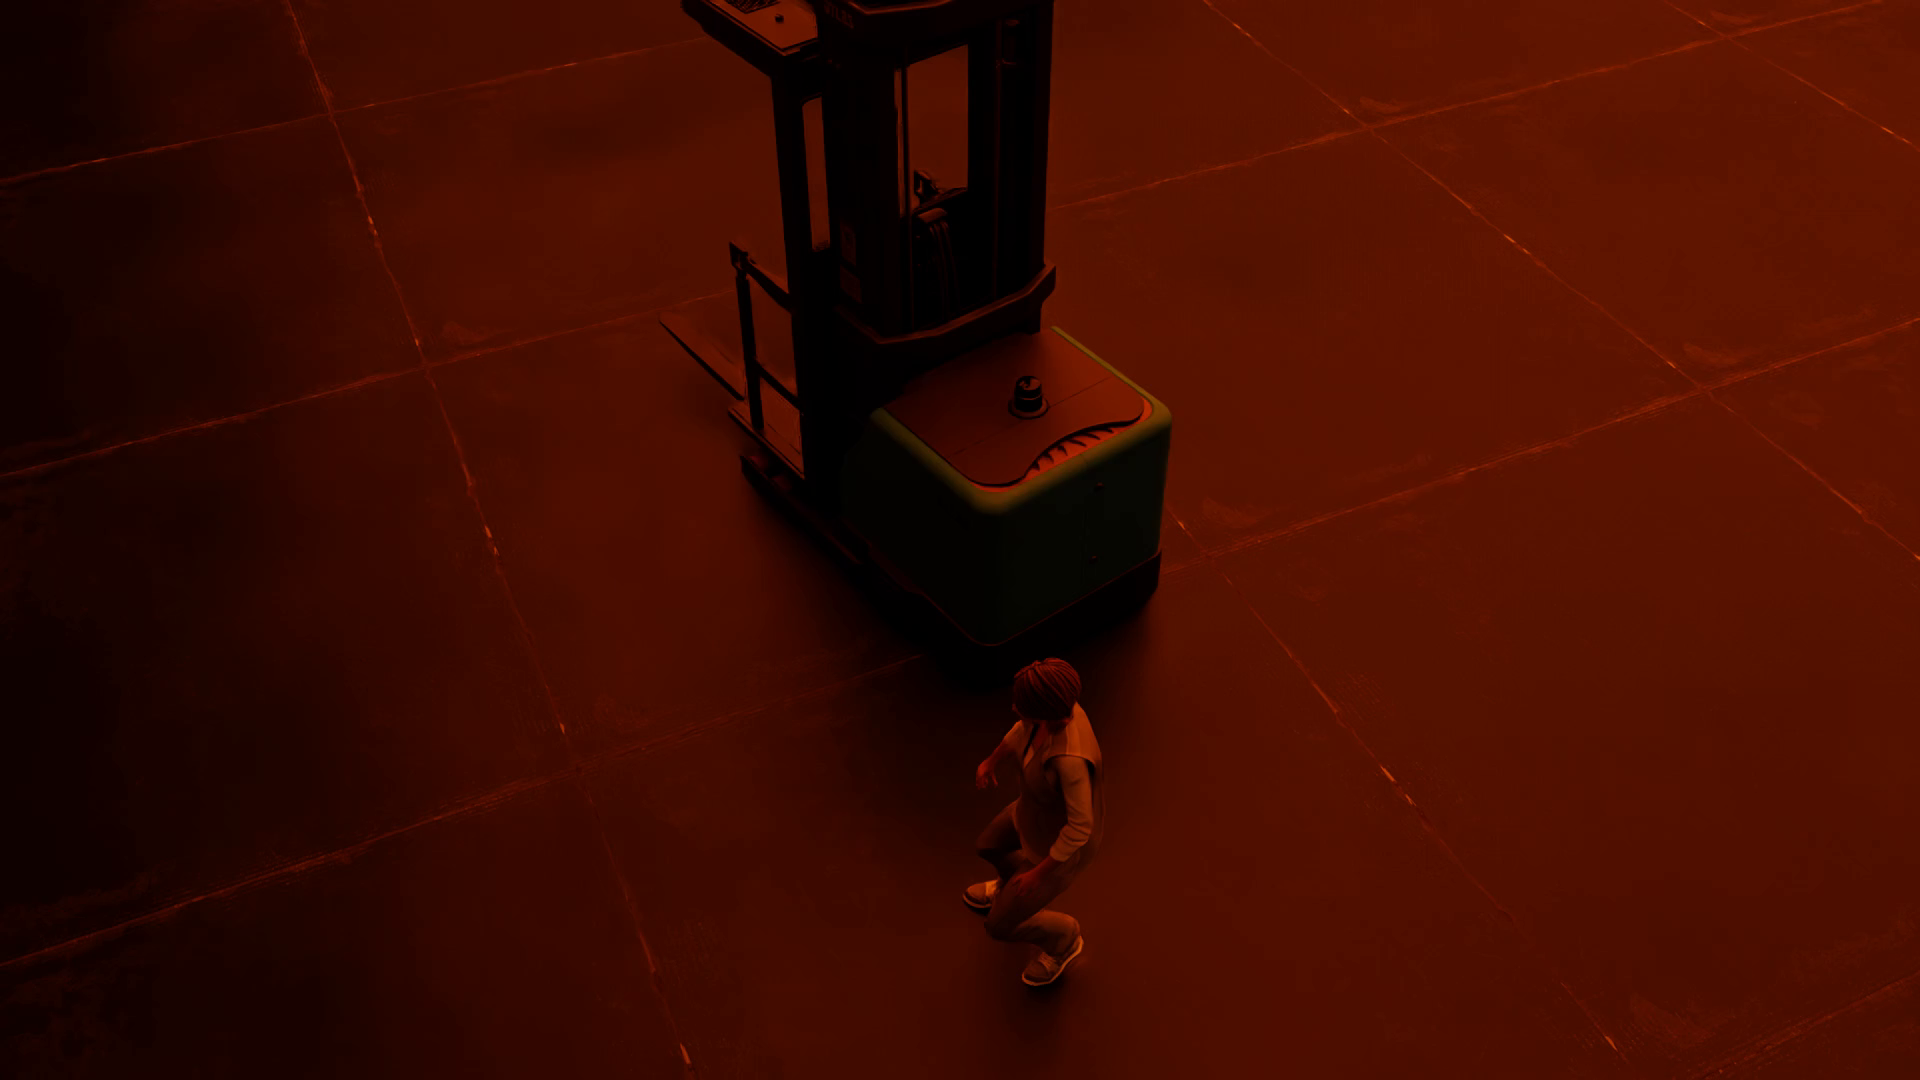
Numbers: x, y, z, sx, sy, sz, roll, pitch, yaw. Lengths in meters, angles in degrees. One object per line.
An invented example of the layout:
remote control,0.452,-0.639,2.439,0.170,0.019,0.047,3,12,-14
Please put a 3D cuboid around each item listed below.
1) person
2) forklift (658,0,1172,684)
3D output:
person,0.254,0.951,5.688,0.409,1.519,0.600,-8,44,-9
forklift,-0.405,-1.412,7.193,1.130,2.935,3.031,-28,50,-26
